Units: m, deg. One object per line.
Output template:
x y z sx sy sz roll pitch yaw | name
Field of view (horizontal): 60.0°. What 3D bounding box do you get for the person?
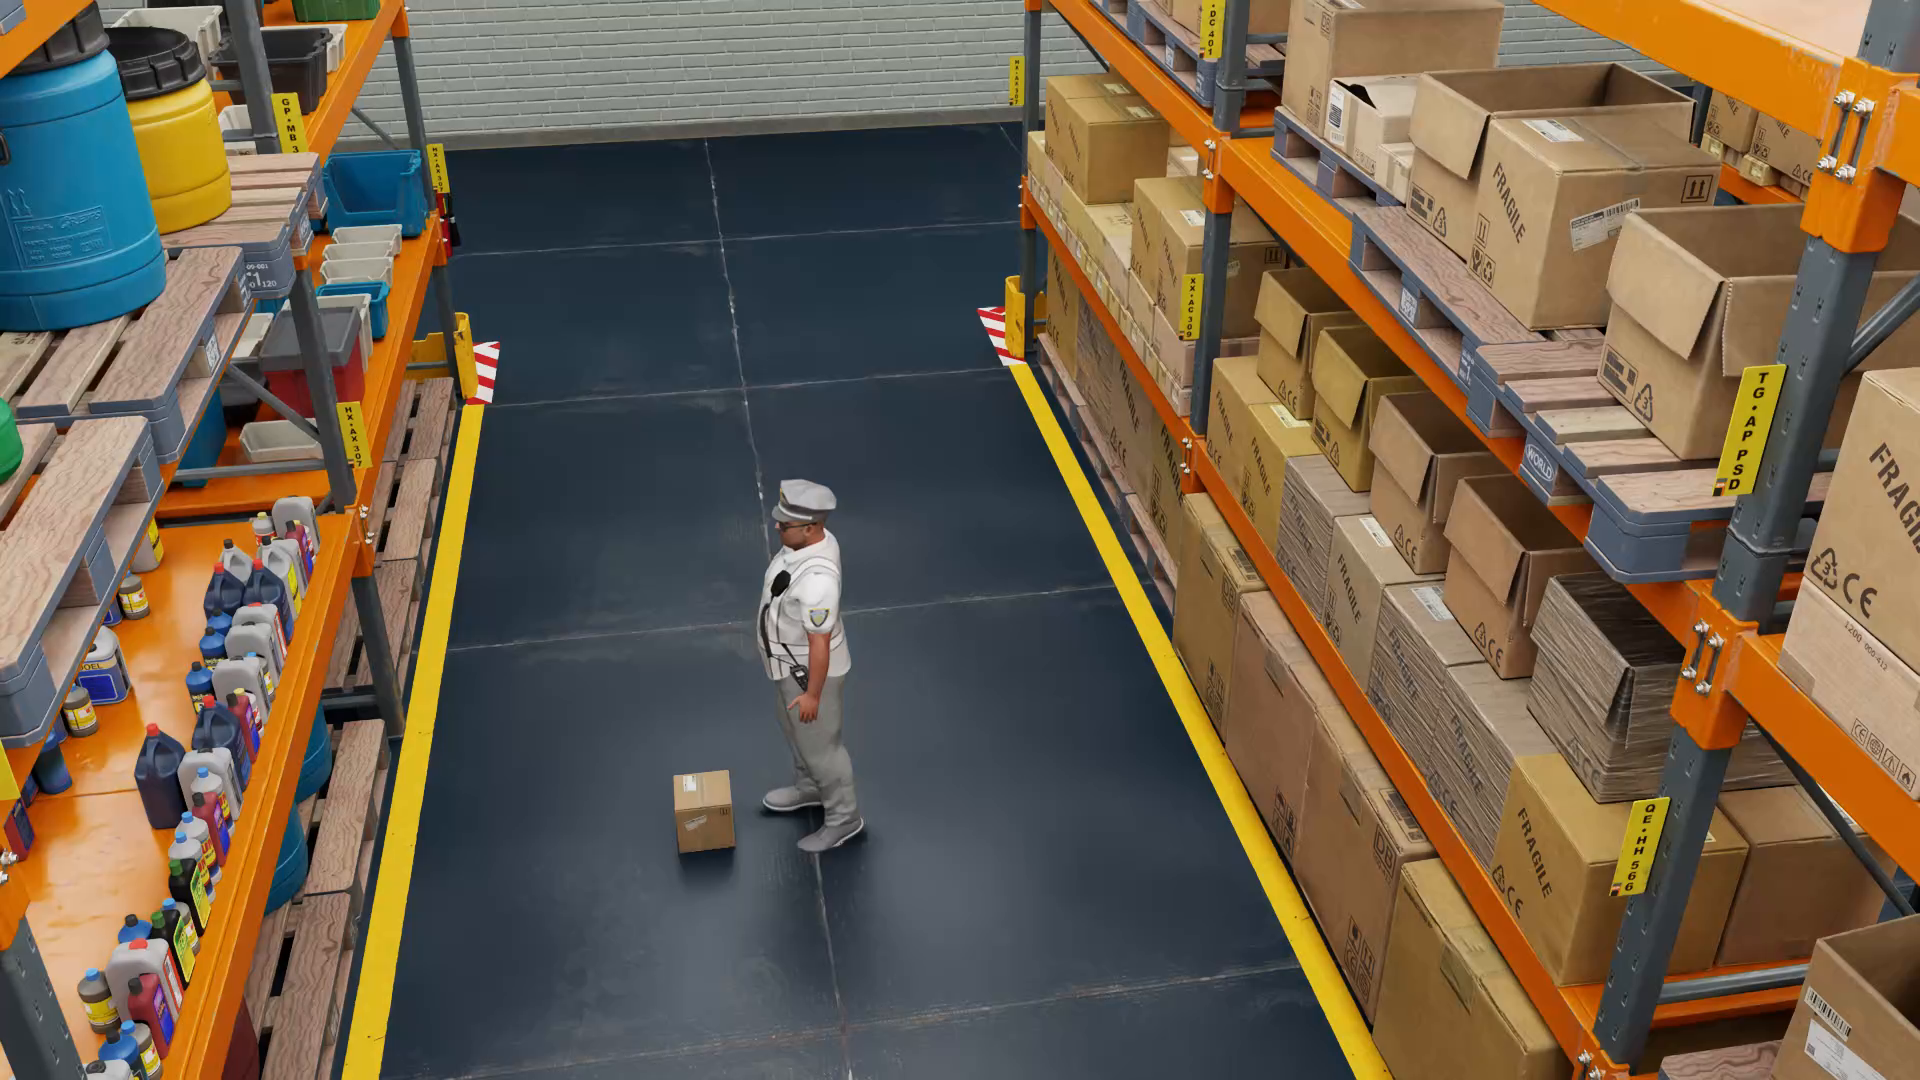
-0.674 0.550 7.220 0.447 1.800 0.531 -5 31 -8 | person
